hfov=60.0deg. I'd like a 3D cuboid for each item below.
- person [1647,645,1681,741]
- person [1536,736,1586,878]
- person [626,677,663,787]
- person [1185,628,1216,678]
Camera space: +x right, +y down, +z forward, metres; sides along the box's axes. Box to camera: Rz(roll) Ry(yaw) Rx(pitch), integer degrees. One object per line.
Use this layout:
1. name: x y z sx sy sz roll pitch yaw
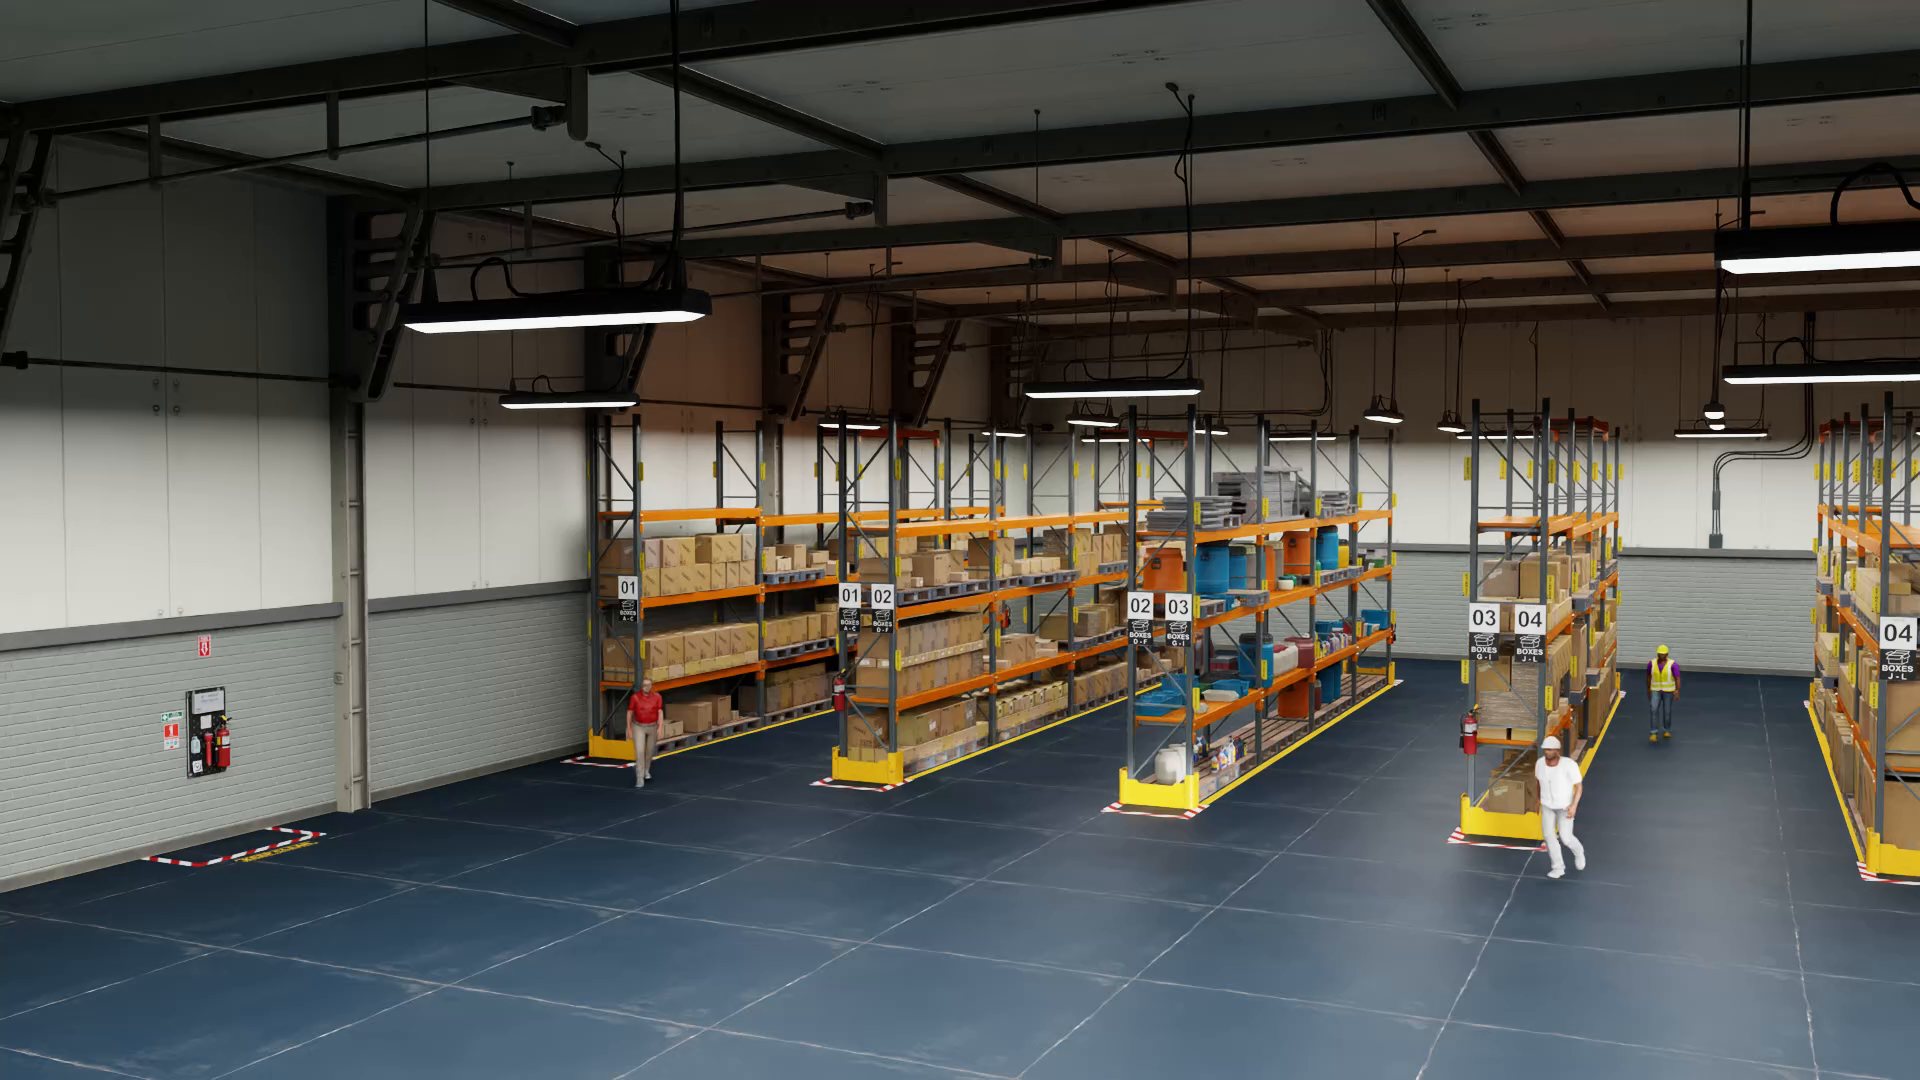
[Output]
1. person: 13.112 2.842 31.031 0.622 1.775 0.705 2 3 33
2. person: 7.464 3.287 20.657 0.717 1.732 0.630 -2 3 -44
3. person: -5.036 3.038 26.652 0.571 1.682 0.943 -1 3 -28
4. person: 5.016 2.671 34.849 0.629 1.740 0.993 1 3 33
